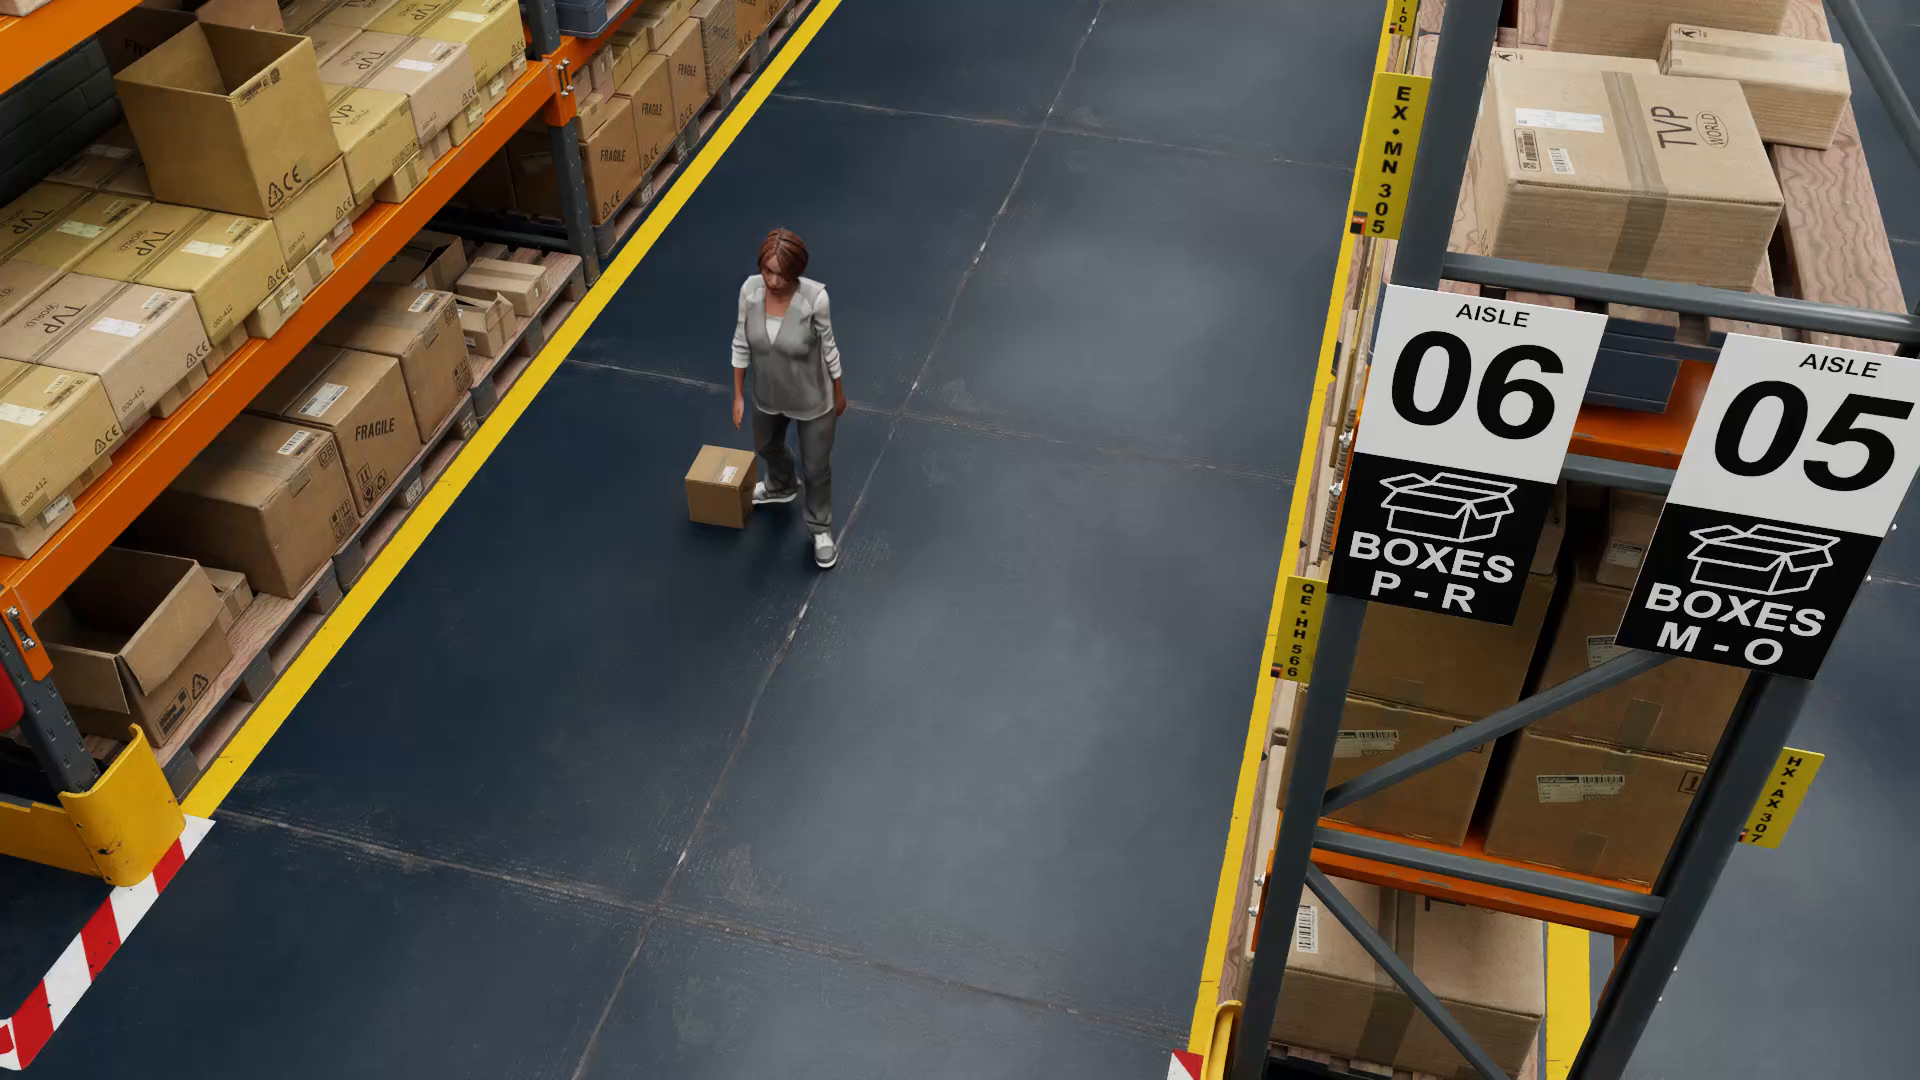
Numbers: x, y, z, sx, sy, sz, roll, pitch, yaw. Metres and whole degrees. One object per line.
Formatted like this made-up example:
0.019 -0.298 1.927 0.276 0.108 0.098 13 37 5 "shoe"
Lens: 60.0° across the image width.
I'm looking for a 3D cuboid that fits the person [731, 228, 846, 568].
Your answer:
-0.764 -0.629 6.872 0.588 1.594 0.438 14 43 15 "person"
